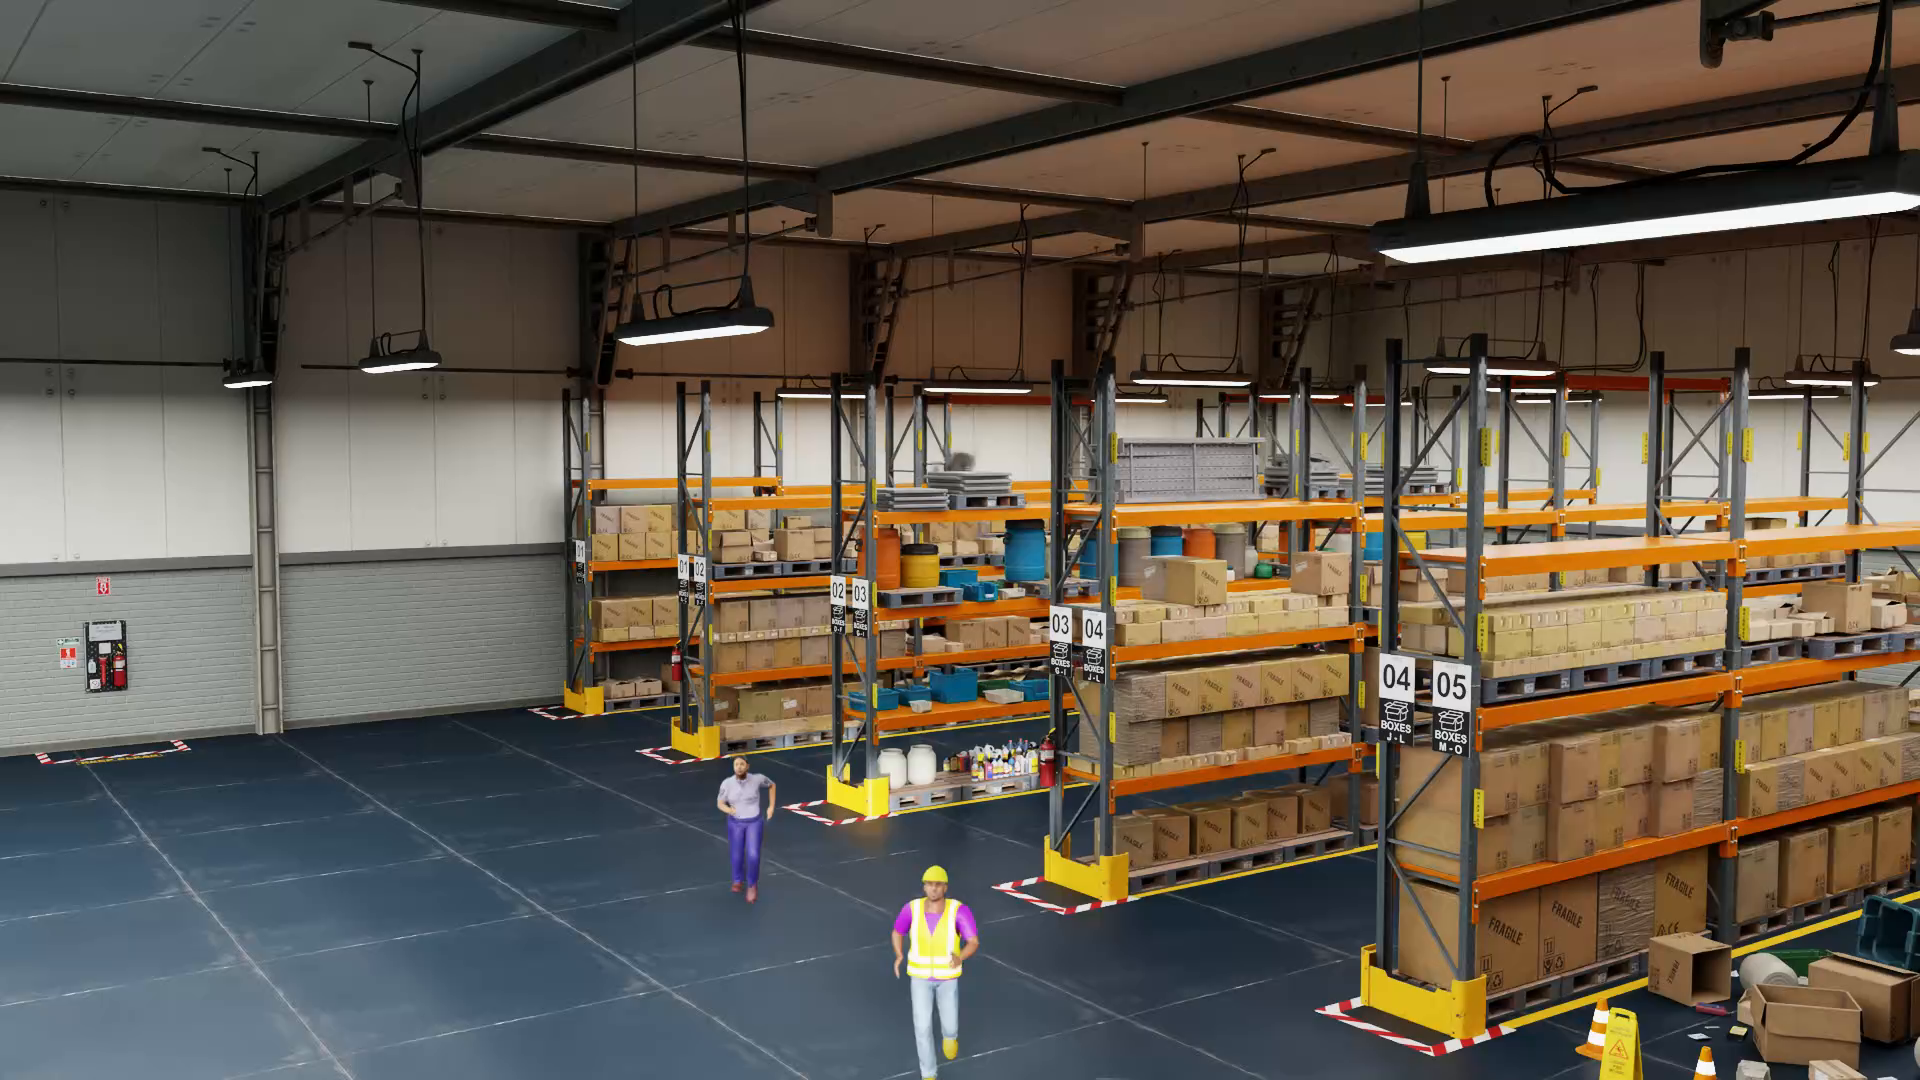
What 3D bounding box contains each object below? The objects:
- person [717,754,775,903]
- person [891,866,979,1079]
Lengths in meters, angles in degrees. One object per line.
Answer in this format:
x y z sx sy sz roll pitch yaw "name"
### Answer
-2.358 3.173 18.340 0.613 1.625 0.834 0 4 -1 "person"
-0.205 3.452 13.234 0.712 1.730 0.795 0 4 4 "person"
